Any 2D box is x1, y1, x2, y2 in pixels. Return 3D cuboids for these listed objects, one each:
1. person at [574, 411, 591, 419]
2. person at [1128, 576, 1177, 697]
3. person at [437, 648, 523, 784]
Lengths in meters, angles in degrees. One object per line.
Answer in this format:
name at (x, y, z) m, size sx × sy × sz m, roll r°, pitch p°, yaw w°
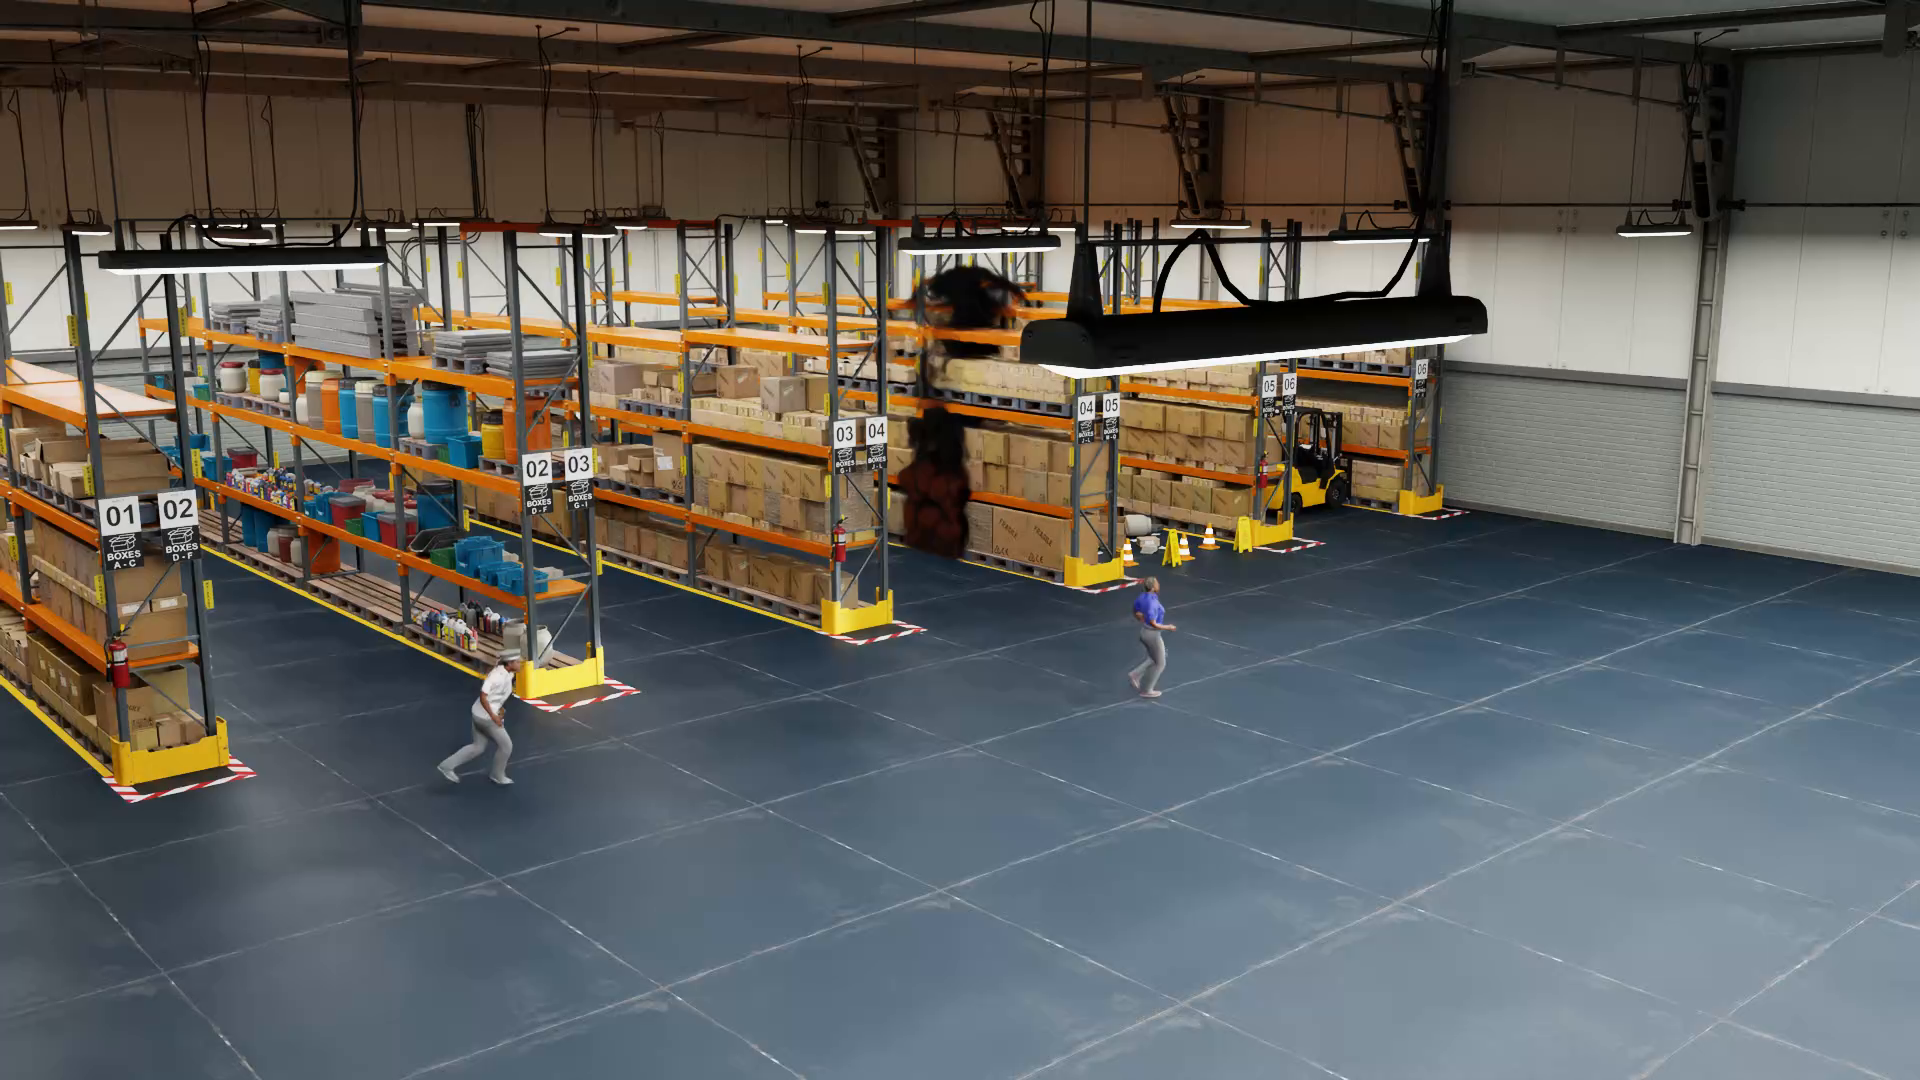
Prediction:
person at (-9.204, -2.607, 40.678) m, size 0.576 × 1.697 × 0.721 m, roll 8°, pitch 14°, yaw 34°
person at (2.502, 1.258, 21.598) m, size 0.573 × 1.594 × 0.571 m, roll -3°, pitch 12°, yaw -13°
person at (-5.290, 1.985, 18.346) m, size 0.982 × 1.575 × 0.564 m, roll -2°, pitch 12°, yaw -8°
